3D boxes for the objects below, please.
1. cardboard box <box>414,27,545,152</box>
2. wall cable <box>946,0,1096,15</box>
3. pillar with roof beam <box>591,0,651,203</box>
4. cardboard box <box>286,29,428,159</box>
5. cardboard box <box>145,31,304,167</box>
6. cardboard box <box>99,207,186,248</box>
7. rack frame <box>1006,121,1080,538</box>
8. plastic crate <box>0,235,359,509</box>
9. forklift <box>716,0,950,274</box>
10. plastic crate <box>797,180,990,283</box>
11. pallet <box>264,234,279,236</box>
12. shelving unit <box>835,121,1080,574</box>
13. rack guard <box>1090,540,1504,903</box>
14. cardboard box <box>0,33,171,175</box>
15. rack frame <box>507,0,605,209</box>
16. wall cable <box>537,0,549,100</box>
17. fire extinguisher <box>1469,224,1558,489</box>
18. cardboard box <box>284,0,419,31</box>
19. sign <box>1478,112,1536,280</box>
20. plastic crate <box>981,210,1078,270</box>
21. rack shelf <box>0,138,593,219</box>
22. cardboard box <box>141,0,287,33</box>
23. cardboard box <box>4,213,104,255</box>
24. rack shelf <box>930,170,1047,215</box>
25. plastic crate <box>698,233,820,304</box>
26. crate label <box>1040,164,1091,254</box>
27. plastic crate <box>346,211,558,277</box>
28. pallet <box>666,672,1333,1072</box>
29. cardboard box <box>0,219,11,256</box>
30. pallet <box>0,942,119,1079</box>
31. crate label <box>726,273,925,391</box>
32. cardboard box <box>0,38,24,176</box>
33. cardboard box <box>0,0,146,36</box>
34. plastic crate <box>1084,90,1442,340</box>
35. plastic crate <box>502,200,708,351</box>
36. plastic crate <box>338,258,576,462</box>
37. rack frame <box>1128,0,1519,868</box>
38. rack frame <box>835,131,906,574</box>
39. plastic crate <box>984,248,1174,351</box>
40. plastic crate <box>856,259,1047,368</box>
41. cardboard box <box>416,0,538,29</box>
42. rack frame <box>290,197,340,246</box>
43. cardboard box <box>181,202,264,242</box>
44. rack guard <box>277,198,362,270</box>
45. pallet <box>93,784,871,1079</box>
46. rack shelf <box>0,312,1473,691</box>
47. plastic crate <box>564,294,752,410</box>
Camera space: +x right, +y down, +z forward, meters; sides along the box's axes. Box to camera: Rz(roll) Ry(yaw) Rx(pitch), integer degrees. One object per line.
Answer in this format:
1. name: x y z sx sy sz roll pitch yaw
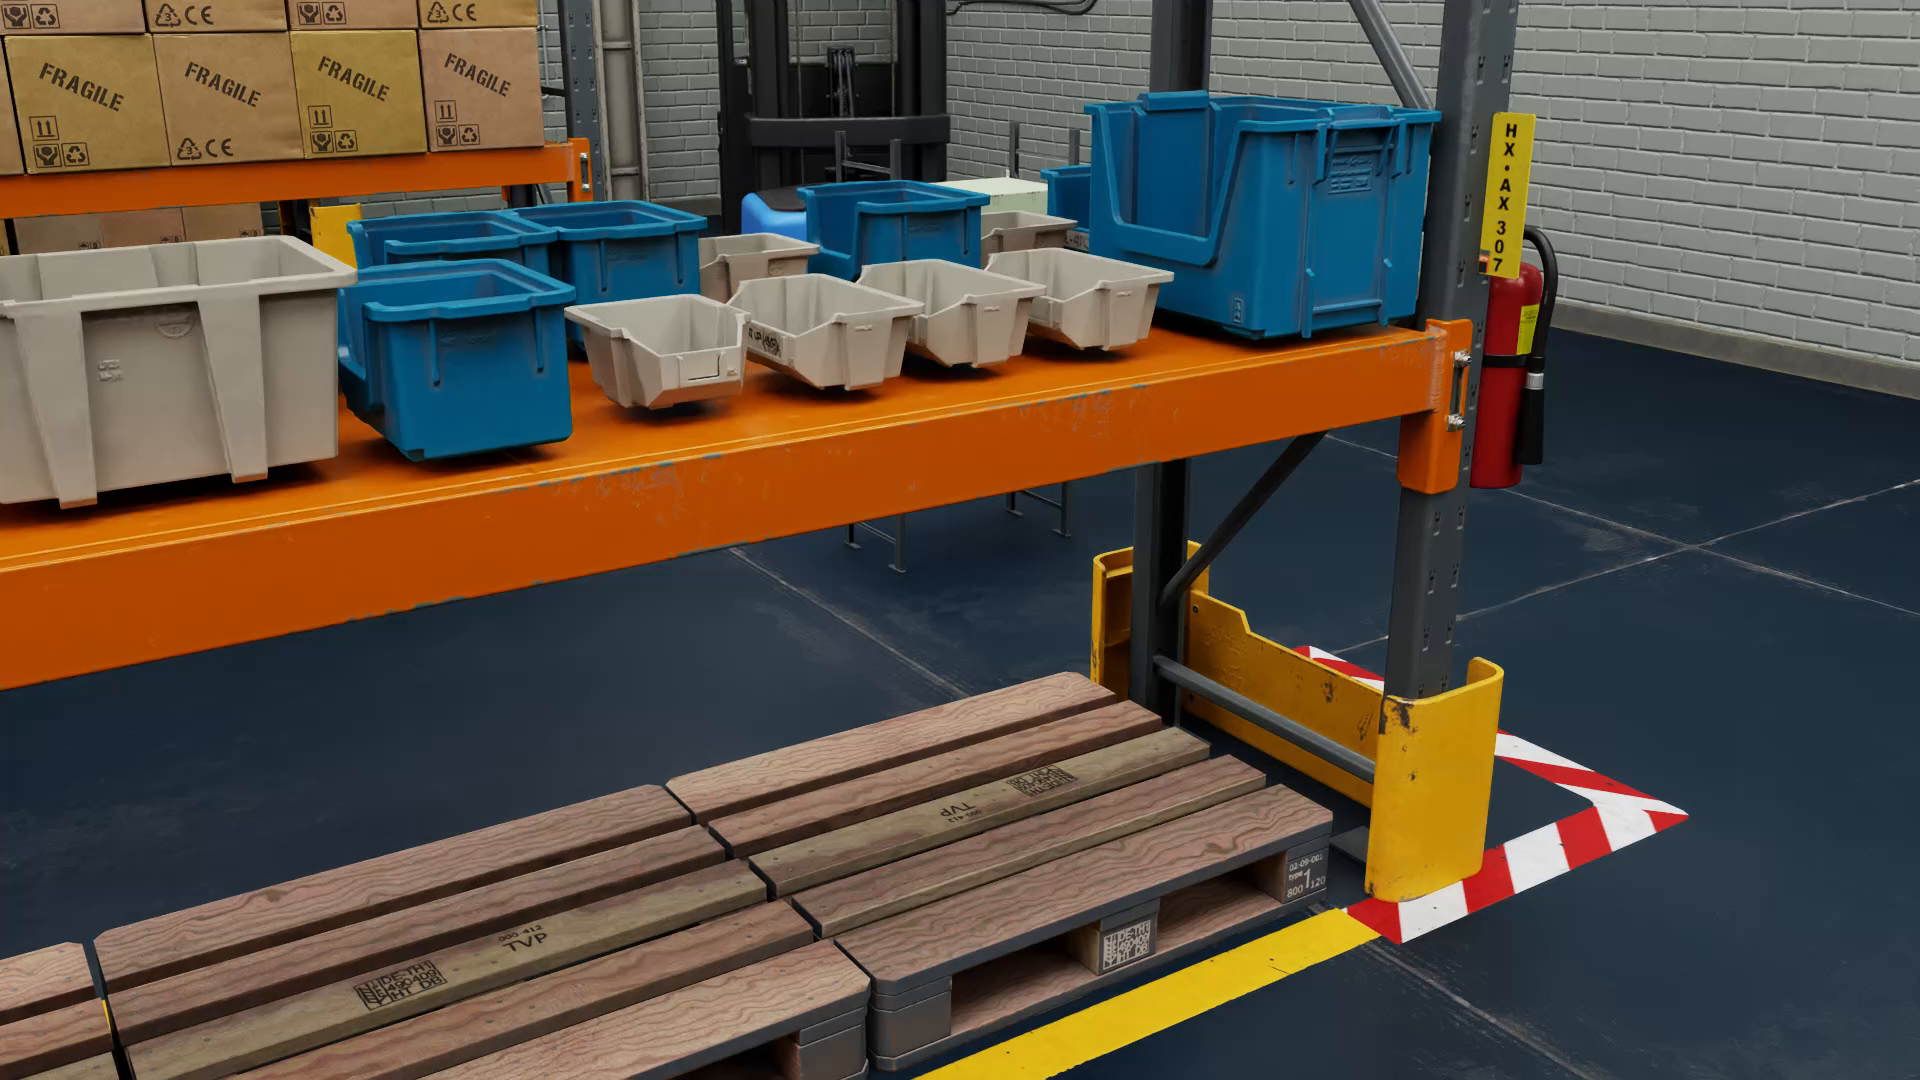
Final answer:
1. cardboard box: -2.156 -1.985 7.276 0.500 0.500 0.500 -11 22 -30
2. wall cable: 0.261 -5.685 13.859 0.112 2.526 3.097 -12 22 -31
3. pillar with roof beam: -0.512 -5.811 9.383 0.400 9.000 9.100 -12 22 -31
4. cardboard box: -2.587 -1.893 7.003 0.500 0.500 0.500 -12 22 -31
5. cardboard box: -3.007 -1.806 6.748 0.500 0.500 0.500 -12 22 -31
6. cardboard box: -5.606 -2.190 11.287 0.500 0.500 0.700 -12 22 -32
7. rack frame: 0.300 -0.774 6.192 0.023 1.500 0.400 -12 22 -31
8. plastic crate: -1.174 -0.251 2.395 0.530 0.282 0.437 -12 22 -31
9. forklift: -0.662 -2.212 8.212 1.130 2.935 3.031 -4 19 -13
10. plastic crate: -0.147 -0.641 3.626 0.300 0.233 0.416 -12 22 -31
11. pallet: -5.284 -1.931 11.626 1.213 0.211 1.003 -12 22 -31
12. shelving unit: -0.006 -0.709 6.001 0.755 1.500 0.431 -12 22 -31
13. rack guard: 0.803 0.413 4.243 0.348 0.500 1.175 -12 22 -31
14. cardboard box: -3.428 -1.717 6.485 0.500 0.500 0.500 -12 22 -32
15. rack frame: -1.931 -2.089 7.741 0.127 3.000 1.000 -12 22 -31
16. wall cable: -4.110 -4.373 12.911 1.851 1.984 0.084 -12 22 -31
17. fire extinguisher: 1.166 -0.455 3.611 0.183 0.674 0.296 -12 22 -31
18. cardboard box: -2.573 -2.369 6.851 0.500 0.500 0.500 -11 22 -30
19. sign: 1.106 -0.697 3.367 0.005 0.325 0.100 -12 22 -31
20. plastic crate: 0.089 -0.677 3.883 0.298 0.136 0.250 -12 22 -31
21. rack shelf: -3.602 -1.396 6.814 4.000 0.370 1.077 -12 22 -31
22. cardboard box: -3.004 -2.277 6.578 0.500 0.500 0.500 -11 22 -30
23. cardboard box: -6.026 -2.101 11.024 0.500 0.500 0.700 -13 22 -33
24. rack shelf: -0.006 -1.079 5.876 0.720 0.370 0.431 -12 22 -31
25. plastic crate: -0.477 -0.558 3.529 0.298 0.136 0.250 -12 22 -31
26. crate label: 0.403 -0.757 3.969 0.303 0.233 0.416 -12 22 -31
27. plastic crate: -0.948 -0.473 3.127 0.300 0.233 0.416 -12 22 -31
28. pallet: 0.080 0.692 3.868 1.213 0.211 1.003 -12 22 -31
29. cardboard box: -6.467 -2.005 10.741 0.500 0.500 0.700 -11 22 -30
30. pallet: -1.958 1.122 2.596 1.213 0.211 1.003 -12 22 -31
31. crate label: -0.261 -0.372 2.980 0.243 0.136 0.396 -12 22 -31
32. cardboard box: -3.851 -1.627 6.219 0.500 0.500 0.500 -12 22 -32
33. cardboard box: -3.433 -2.186 6.310 0.500 0.500 0.500 -11 22 -30
34. plastic crate: 0.613 -0.700 3.482 0.499 0.435 0.616 -12 22 -31
35. plastic crate: -0.697 -0.525 3.283 0.300 0.233 0.416 -12 22 -31
36. plastic crate: -0.784 -0.282 2.564 0.300 0.233 0.416 -12 22 -31
37. rack frame: 0.790 -0.764 3.820 0.127 3.000 1.000 -12 22 -31
38. rack frame: -0.311 -0.645 5.810 0.023 1.500 0.400 -12 22 -31
39. plastic crate: 0.208 -0.475 3.284 0.243 0.136 0.396 -12 22 -31
40. plastic crate: -0.042 -0.428 3.145 0.243 0.136 0.396 -12 22 -31
41. cardboard box: -2.152 -2.458 7.115 0.500 0.500 0.500 -12 22 -32
42. rack frame: -4.659 -3.414 11.658 0.127 3.000 1.000 -12 22 -31
43. cardboard box: -5.188 -2.278 11.548 0.500 0.500 0.700 -12 22 -31
44. rack guard: -4.639 -2.234 12.071 0.348 0.500 1.175 -12 22 -31
45. pallet: -0.938 0.906 3.236 1.213 0.211 1.003 -12 22 -31
46. rack shelf: -0.880 -0.071 2.893 4.000 0.370 1.077 -12 22 -31
47. plastic crate: -0.498 -0.315 2.812 0.250 0.136 0.298 -12 22 -31
